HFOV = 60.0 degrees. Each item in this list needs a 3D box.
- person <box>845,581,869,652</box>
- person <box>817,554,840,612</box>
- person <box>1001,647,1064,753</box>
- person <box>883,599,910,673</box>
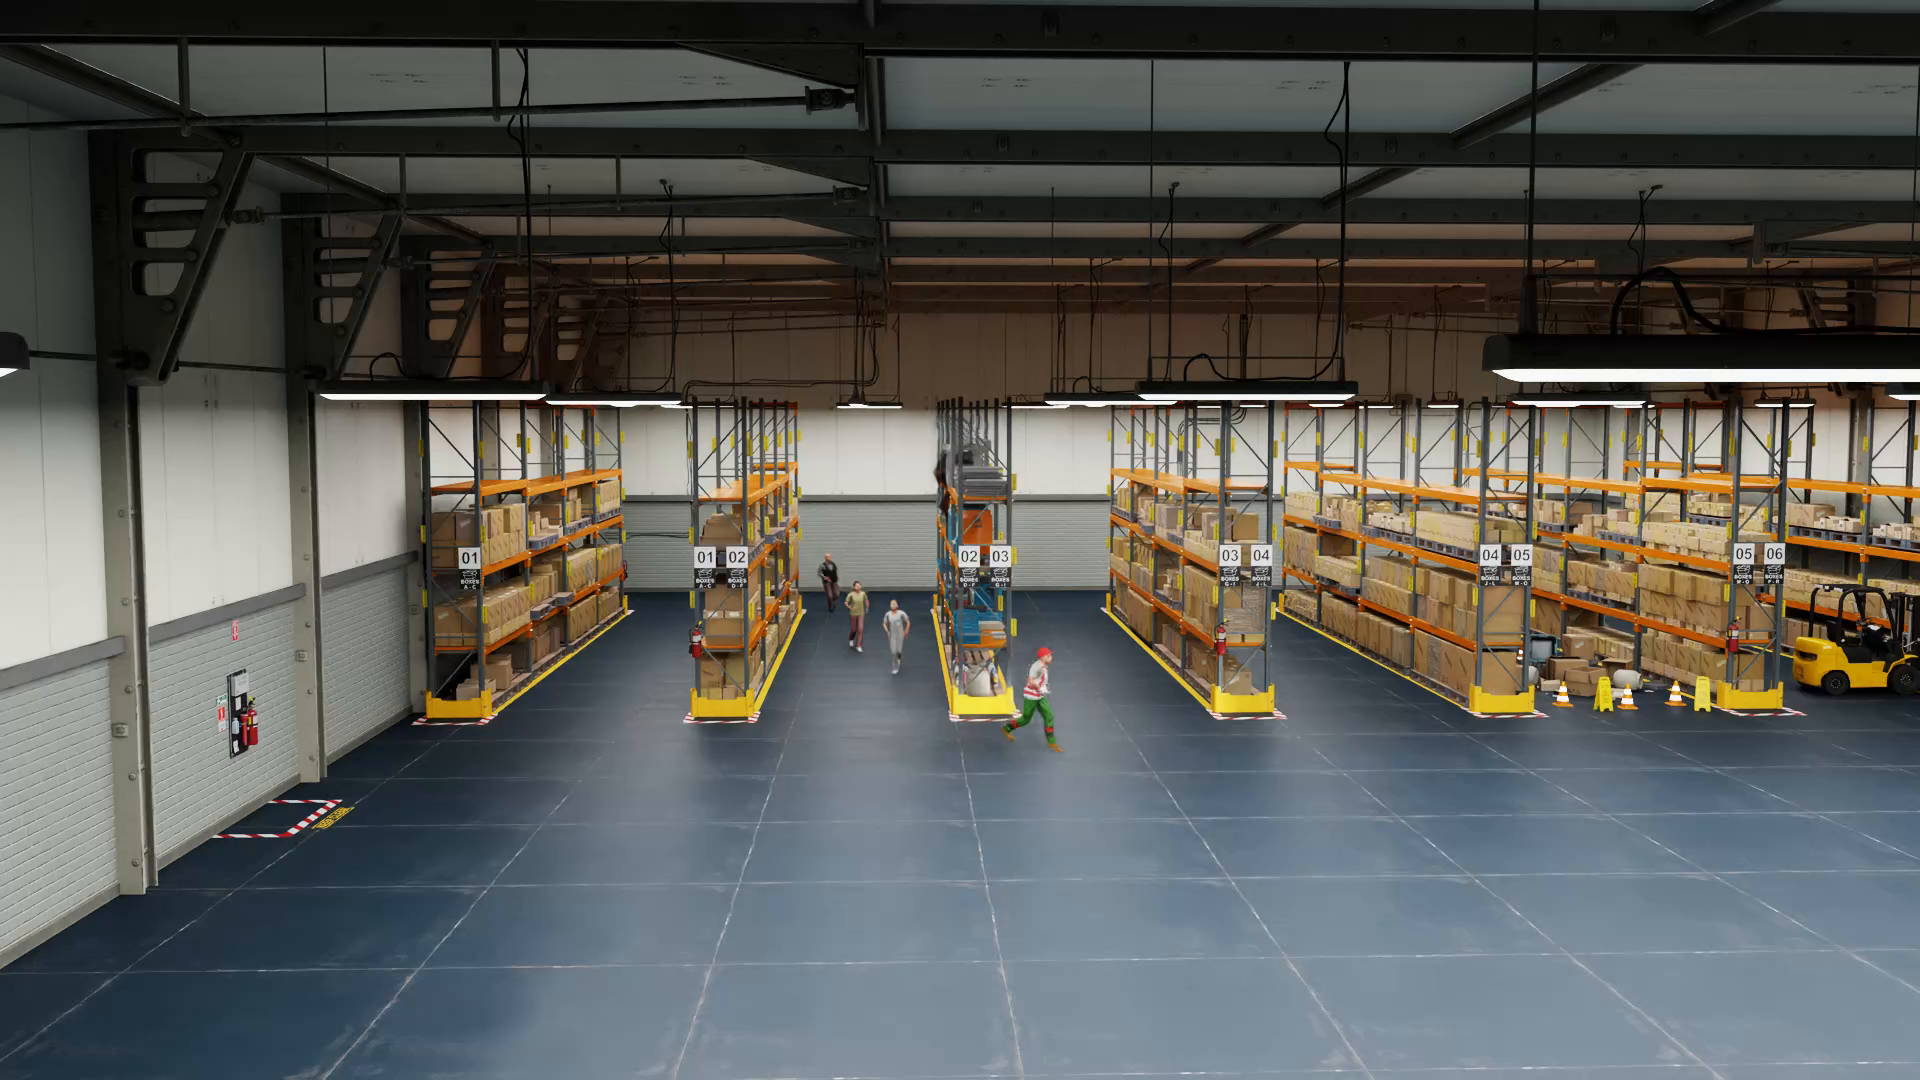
[{"bbox_3d":[-2.471,1.813,39.962,0.601,1.670,0.794,-1,5,-16],"label":"person"},{"bbox_3d":[-3.728,1.227,47.426,0.690,1.678,0.528,-3,5,-30],"label":"person"},{"bbox_3d":[1.219,2.679,28.046,1.137,1.772,0.659,2,5,26],"label":"person"},{"bbox_3d":[-1.399,2.103,36.410,0.578,1.633,0.638,0,4,5],"label":"person"}]
